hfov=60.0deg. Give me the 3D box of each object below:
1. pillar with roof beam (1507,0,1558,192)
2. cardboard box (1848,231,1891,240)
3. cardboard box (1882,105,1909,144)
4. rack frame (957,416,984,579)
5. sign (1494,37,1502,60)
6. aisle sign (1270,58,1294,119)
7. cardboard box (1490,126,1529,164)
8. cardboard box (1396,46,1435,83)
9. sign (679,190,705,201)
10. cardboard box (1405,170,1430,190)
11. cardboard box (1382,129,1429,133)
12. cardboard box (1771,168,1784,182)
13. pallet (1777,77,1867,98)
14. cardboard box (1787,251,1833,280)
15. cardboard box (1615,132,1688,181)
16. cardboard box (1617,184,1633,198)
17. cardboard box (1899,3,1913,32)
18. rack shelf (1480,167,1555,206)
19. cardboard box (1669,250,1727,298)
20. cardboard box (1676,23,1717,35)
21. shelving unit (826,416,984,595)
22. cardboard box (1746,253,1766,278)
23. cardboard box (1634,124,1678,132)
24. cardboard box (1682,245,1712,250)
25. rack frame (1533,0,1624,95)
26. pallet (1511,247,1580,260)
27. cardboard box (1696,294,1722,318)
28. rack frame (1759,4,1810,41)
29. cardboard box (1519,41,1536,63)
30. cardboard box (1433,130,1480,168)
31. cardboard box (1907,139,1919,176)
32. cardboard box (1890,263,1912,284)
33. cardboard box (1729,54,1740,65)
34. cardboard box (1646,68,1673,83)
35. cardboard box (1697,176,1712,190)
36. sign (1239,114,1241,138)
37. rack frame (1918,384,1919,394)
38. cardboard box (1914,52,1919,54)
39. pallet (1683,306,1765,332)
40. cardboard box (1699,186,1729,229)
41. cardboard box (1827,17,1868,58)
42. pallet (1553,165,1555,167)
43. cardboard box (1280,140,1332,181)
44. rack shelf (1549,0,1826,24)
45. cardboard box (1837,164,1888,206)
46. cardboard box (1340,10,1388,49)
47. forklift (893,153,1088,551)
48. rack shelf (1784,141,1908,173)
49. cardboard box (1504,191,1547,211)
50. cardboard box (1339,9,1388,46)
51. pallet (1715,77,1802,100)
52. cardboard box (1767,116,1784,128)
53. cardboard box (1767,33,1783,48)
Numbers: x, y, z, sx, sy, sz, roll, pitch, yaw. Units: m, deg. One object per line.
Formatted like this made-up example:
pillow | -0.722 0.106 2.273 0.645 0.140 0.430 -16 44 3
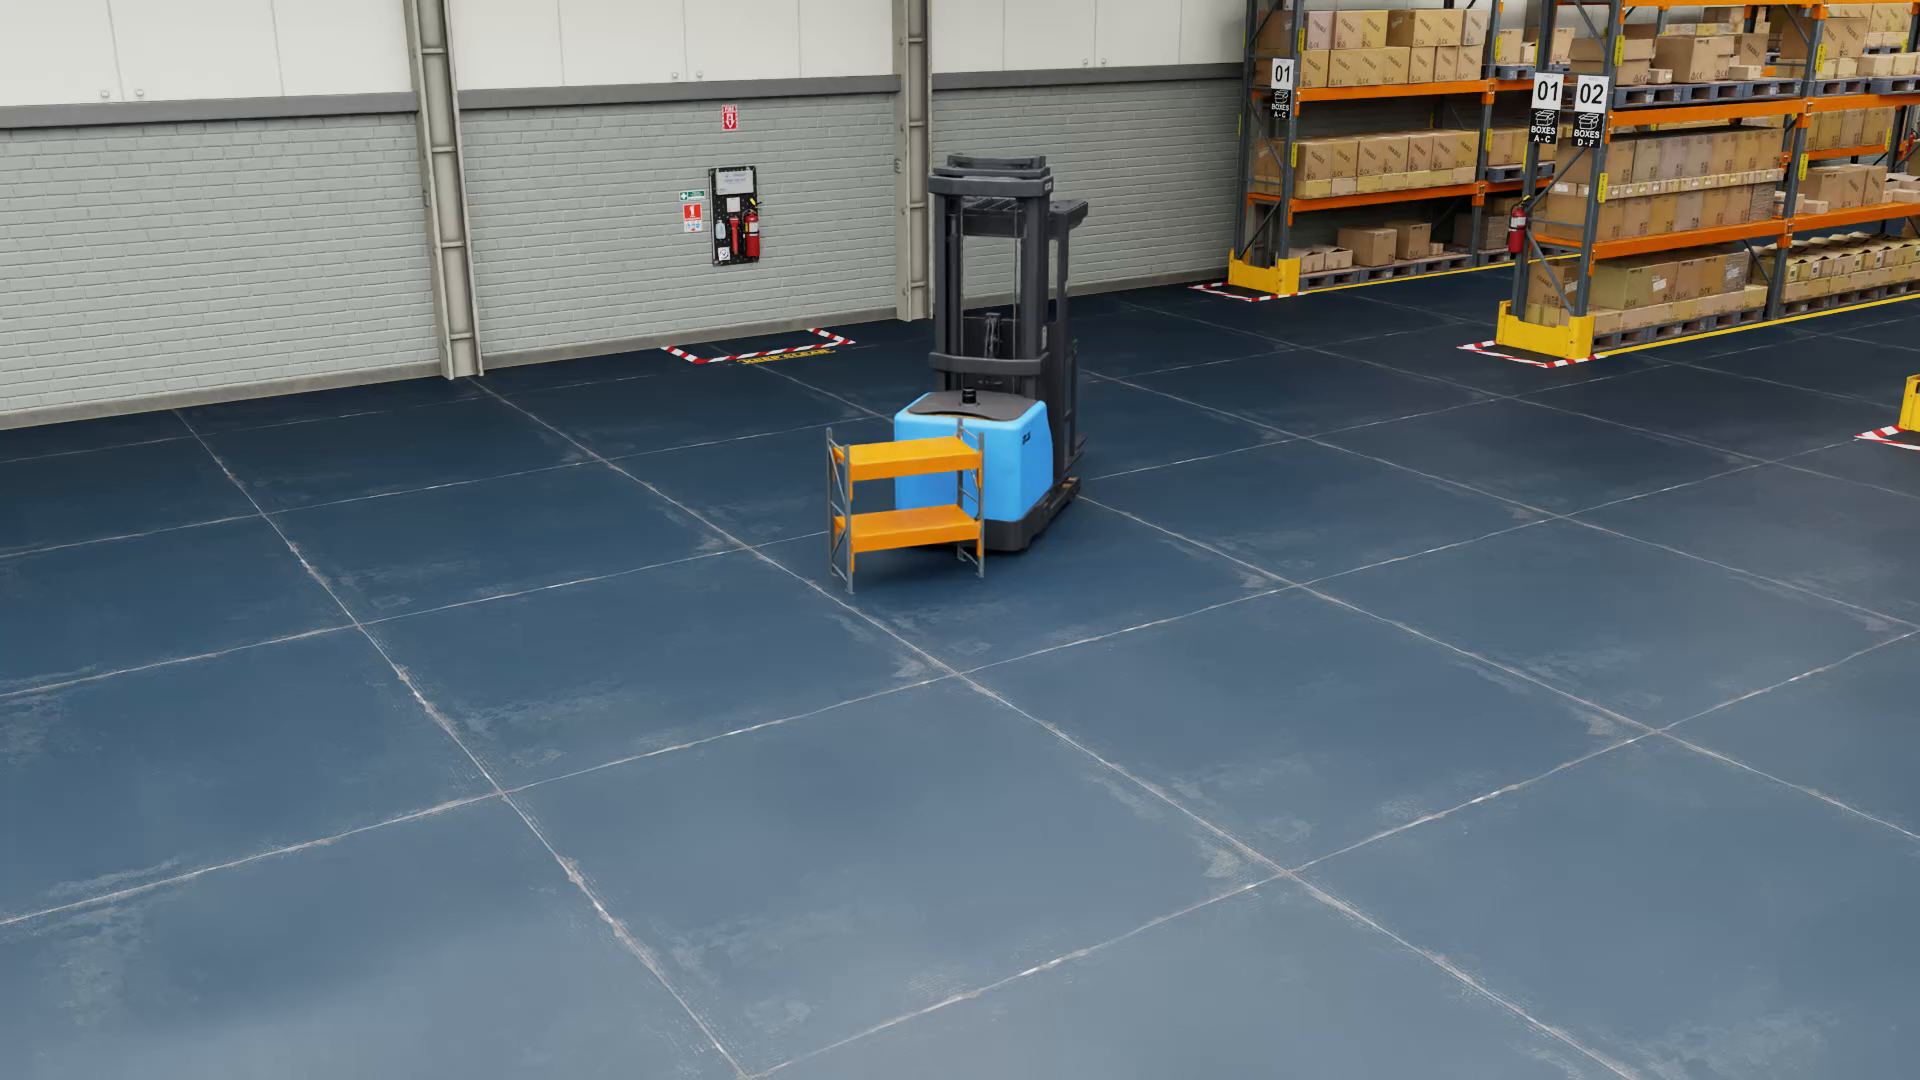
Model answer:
pillar with roof beam | 11.789 -8.145 23.287 0.400 9.000 9.100 -12 22 -31
cardboard box | 13.112 -4.276 23.972 0.500 0.311 0.500 -11 22 -30
cardboard box | 17.244 -7.911 31.493 0.700 0.700 0.980 -11 21 -29
rack frame | 0.078 -0.322 12.440 0.032 1.125 0.500 -7 20 -19
sign | 7.947 -7.270 24.574 0.005 0.325 0.100 -12 22 -31
aisle sign | 4.407 -6.182 22.787 0.004 0.787 0.394 -12 22 -31
cardboard box | 8.557 -6.180 26.000 0.500 0.500 0.700 -9 21 -26
cardboard box | 6.485 -6.877 24.032 0.500 0.500 0.500 -13 23 -33
sign | -3.195 -4.112 19.842 0.331 0.109 0.001 -12 22 -31
cardboard box | 6.581 -5.343 24.569 0.500 0.250 0.500 -12 22 -32
cardboard box | 6.701 -5.924 25.117 0.500 0.500 0.500 -12 22 -32
cardboard box | 10.261 -4.673 21.214 0.250 0.149 0.380 -12 22 -31
pallet | 11.100 -5.913 21.665 1.217 0.209 0.805 -13 23 -34
cardboard box | 11.273 -3.678 22.203 0.500 0.311 0.500 -12 22 -32
cardboard box | 8.327 -4.652 20.140 0.500 0.500 0.700 -12 22 -31
cardboard box | 7.695 -4.132 19.615 0.250 0.149 0.380 -13 22 -33
cardboard box | 17.203 -9.611 30.558 0.500 0.500 0.500 -12 22 -32
rack shelf | 9.313 -5.759 26.720 4.000 0.370 1.077 -12 22 -31
cardboard box | 9.264 -3.361 20.969 0.500 0.500 0.500 -12 22 -31
cardboard box | 12.240 -8.431 27.973 0.500 0.500 0.700 -11 21 -29
shelving unit | -0.400 -0.266 12.275 1.048 1.125 0.538 -7 20 -19
cardboard box | 10.551 -3.733 22.366 0.500 0.311 0.500 -12 22 -31
cardboard box | 11.530 -6.667 27.630 0.500 0.500 0.500 -11 22 -30
cardboard box | 9.397 -3.587 21.637 0.500 0.500 0.500 -12 22 -31
rack frame | 7.029 -6.561 18.600 0.127 3.000 1.000 -12 22 -31
pallet | 9.312 -4.780 27.055 1.213 0.211 1.003 -12 22 -31
cardboard box | 9.271 -3.002 21.079 0.500 0.250 0.500 -12 22 -31
rack frame | 14.324 -9.999 28.770 0.127 3.000 1.000 -12 22 -31
cardboard box | 8.657 -7.509 25.571 0.500 0.311 0.500 -11 22 -30
cardboard box | 7.418 -5.875 24.972 0.500 0.500 0.500 -12 22 -32
cardboard box | 14.175 -5.515 24.063 0.700 0.500 0.500 14 23 35
cardboard box | 12.977 -3.775 23.364 0.500 0.250 0.500 -12 22 -32
cardboard box | 9.353 -5.954 20.754 0.500 0.311 0.500 -13 23 -34
cardboard box | 8.109 -5.446 19.505 0.250 0.149 0.380 -12 22 -31
cardboard box | 8.979 -4.402 20.413 0.250 0.149 0.380 -11 22 -30
sign | 4.013 -5.893 23.692 0.005 0.325 0.100 -12 22 -31
rack frame | 9.751 -2.393 15.640 0.127 3.000 1.000 -12 22 -31
cardboard box | 13.363 -6.582 22.925 0.500 0.250 0.500 -14 23 -35
pallet | 9.683 -2.974 21.710 1.213 0.211 1.003 -12 22 -31
cardboard box | 9.145 -4.209 20.855 0.500 0.500 0.700 -12 22 -31
cardboard box | 11.370 -6.532 21.607 0.500 0.500 0.500 -10 21 -26
pallet | 10.447 -6.207 27.222 1.003 0.211 1.213 -12 22 -31
cardboard box | 4.866 -5.340 23.390 0.500 0.500 0.500 -12 22 -31
rack shelf | 8.700 -6.383 19.822 4.000 0.370 1.077 -12 22 -31
cardboard box | 12.318 -4.875 22.826 0.500 0.500 0.500 -13 23 -34
cardboard box | 5.626 -7.166 23.324 0.500 0.500 0.500 -11 22 -30
forklift | 0.410 -1.738 13.808 1.130 2.935 3.031 6 20 17
rack shelf | 15.994 -7.168 30.888 4.000 0.370 1.077 -12 22 -31
cardboard box | 9.047 -5.432 26.675 0.500 0.250 0.500 -13 22 -33
cardboard box | 5.816 -7.407 24.039 0.500 0.500 0.500 -12 22 -31
pallet | 9.672 -5.645 20.714 1.213 0.211 1.003 -12 22 -31
cardboard box | 14.077 -7.206 29.224 0.500 0.500 0.500 -12 22 -32
cardboard box | 14.767 -8.936 29.733 0.500 0.250 0.500 -12 22 -31
